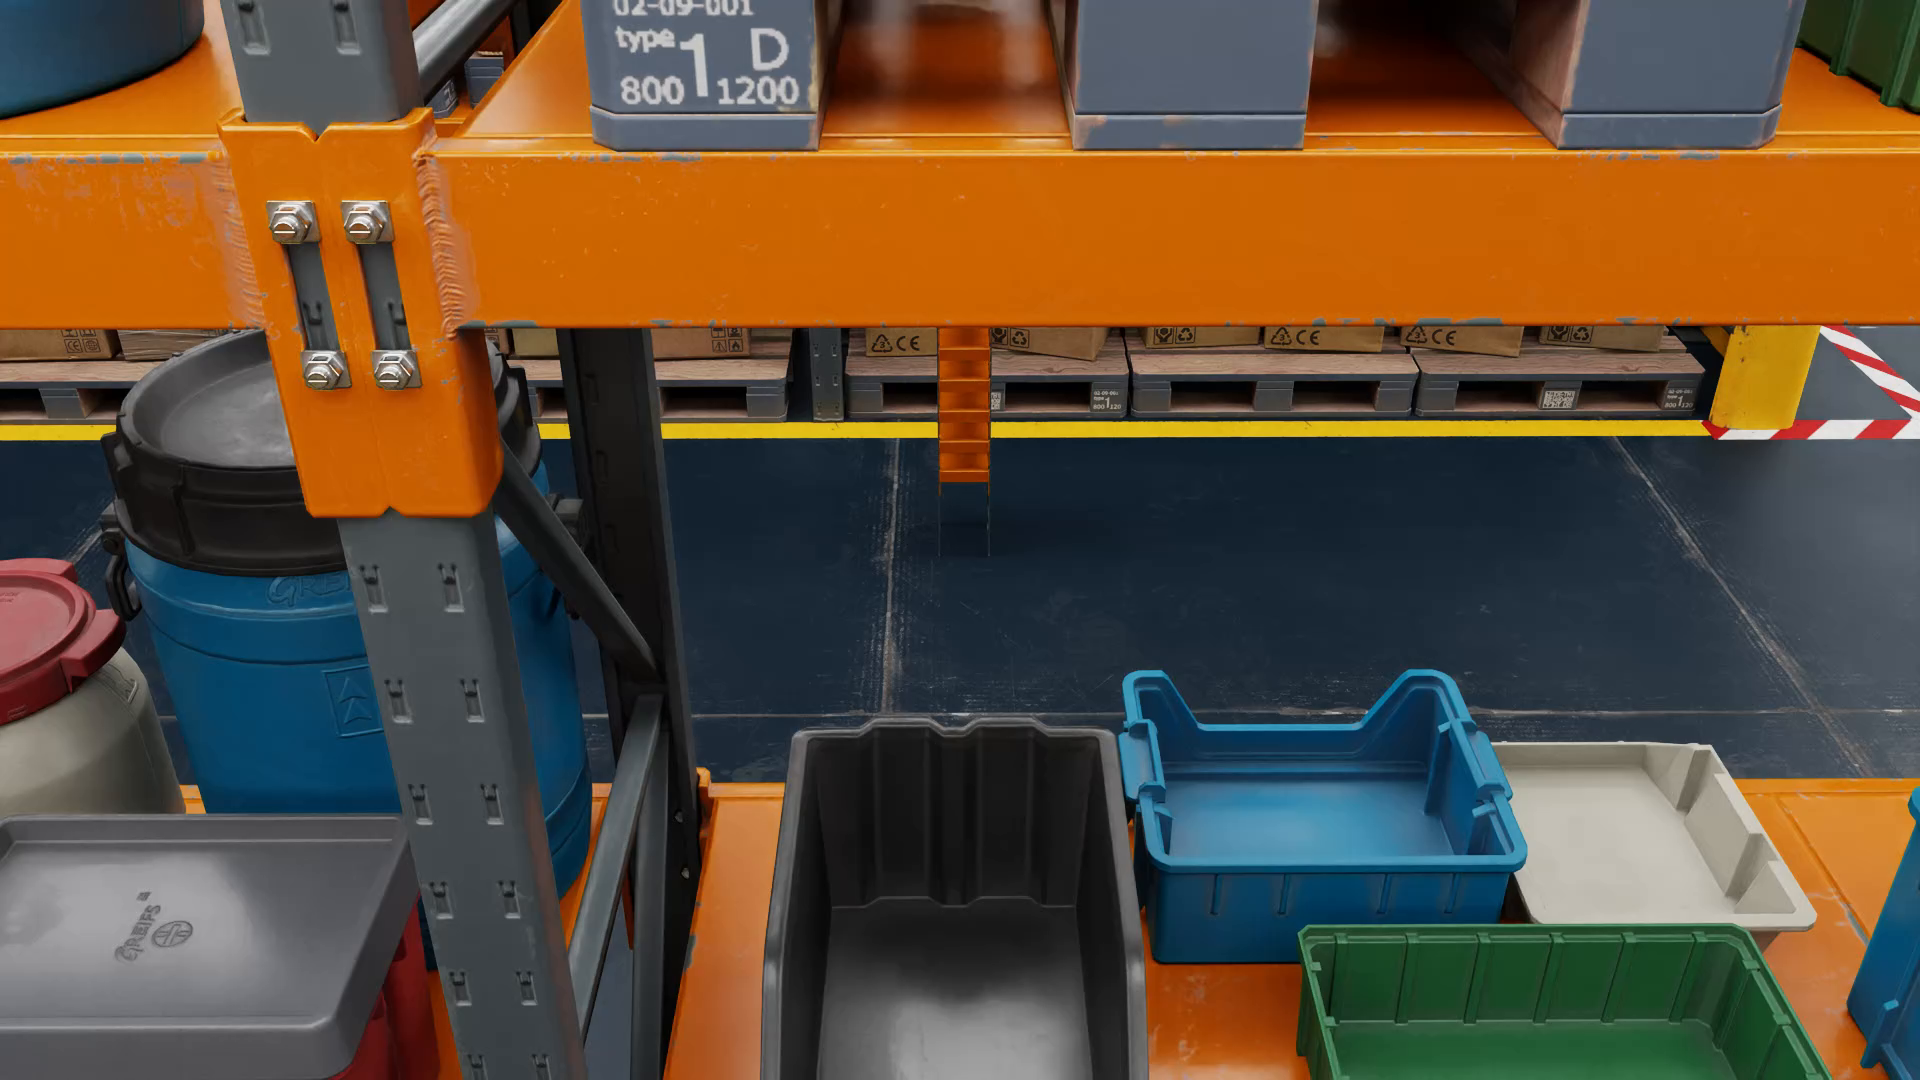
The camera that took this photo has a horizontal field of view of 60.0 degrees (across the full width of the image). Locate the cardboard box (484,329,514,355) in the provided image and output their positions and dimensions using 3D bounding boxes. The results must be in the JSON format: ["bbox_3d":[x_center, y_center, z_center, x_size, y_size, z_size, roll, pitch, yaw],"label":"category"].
[{"bbox_3d":[-2.213,-1.175,7.280,0.500,0.500,0.700,-3,31,-5],"label":"cardboard box"}]

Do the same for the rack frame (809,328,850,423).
[{"bbox_3d":[-0.563,-2.040,6.720,0.127,3.000,1.000,0,31,0],"label":"rack frame"}]

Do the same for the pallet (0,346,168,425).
[{"bbox_3d":[-3.781,-0.837,7.425,1.213,0.211,1.003,0,31,0],"label":"pallet"}]

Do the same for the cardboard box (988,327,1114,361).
[{"bbox_3d":[0.410,-1.137,7.237,0.500,0.500,0.500,10,33,15],"label":"cardboard box"}]

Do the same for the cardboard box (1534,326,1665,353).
[{"bbox_3d":[2.813,-1.170,7.291,0.500,0.500,0.500,5,32,9],"label":"cardboard box"}]

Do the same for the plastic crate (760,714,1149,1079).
[{"bbox_3d":[-0.008,0.620,2.396,0.504,0.338,0.767,0,31,0],"label":"plastic crate"}]

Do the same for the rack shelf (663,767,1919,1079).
[{"bbox_3d":[1.467,0.831,2.682,4.000,0.370,1.077,0,31,0],"label":"rack shelf"}]

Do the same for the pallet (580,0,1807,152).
[{"bbox_3d":[0.188,-0.725,1.844,1.003,0.211,1.213,0,31,0],"label":"pallet"}]

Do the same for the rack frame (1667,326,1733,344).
[{"bbox_3d":[3.437,-2.052,6.741,0.127,3.000,1.000,0,31,0],"label":"rack frame"}]

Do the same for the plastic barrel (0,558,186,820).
[{"bbox_3d":[-1.491,0.361,2.633,0.433,0.535,0.433,0,31,0],"label":"plastic barrel"}]

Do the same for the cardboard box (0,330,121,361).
[{"bbox_3d":[-3.893,-1.159,7.254,0.500,0.500,0.700,-2,31,-3],"label":"cardboard box"}]

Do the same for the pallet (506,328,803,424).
[{"bbox_3d":[-1.341,-0.844,7.438,1.213,0.211,1.003,0,31,0],"label":"pallet"}]

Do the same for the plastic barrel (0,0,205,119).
[{"bbox_3d":[-1.040,-0.853,1.389,0.708,0.901,0.600,0,31,0],"label":"plastic barrel"}]

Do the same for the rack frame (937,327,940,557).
[{"bbox_3d":[-0.077,-0.513,5.938,0.006,1.200,0.240,0,31,0],"label":"rack frame"}]

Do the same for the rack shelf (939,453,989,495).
[{"bbox_3d":[0.014,-0.270,6.086,0.180,0.103,0.258,0,31,0],"label":"rack shelf"}]

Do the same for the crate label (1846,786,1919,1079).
[{"bbox_3d":[1.628,0.648,2.256,0.616,0.435,0.502,0,31,0],"label":"crate label"}]

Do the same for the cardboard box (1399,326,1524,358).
[{"bbox_3d":[2.215,-1.150,7.259,0.500,0.500,0.500,8,32,13],"label":"cardboard box"}]

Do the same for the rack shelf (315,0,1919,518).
[{"bbox_3d":[1.467,-0.452,1.904,4.000,0.370,1.077,0,31,0],"label":"rack shelf"}]

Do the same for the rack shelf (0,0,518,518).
[{"bbox_3d":[-2.533,-0.439,1.884,4.000,0.370,1.077,0,31,0],"label":"rack shelf"}]

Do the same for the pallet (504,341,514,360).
[{"bbox_3d":[-2.564,-0.839,7.429,1.213,0.211,1.003,0,31,0],"label":"pallet"}]

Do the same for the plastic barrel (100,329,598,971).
[{"bbox_3d":[-0.921,0.159,2.613,0.708,0.901,0.600,0,31,0],"label":"plastic barrel"}]

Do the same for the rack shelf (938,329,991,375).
[{"bbox_3d":[0.014,-0.680,5.837,0.180,0.103,0.258,0,31,0],"label":"rack shelf"}]

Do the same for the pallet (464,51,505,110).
[{"bbox_3d":[-1.328,-2.031,6.890,1.213,0.211,1.003,0,31,0],"label":"pallet"}]

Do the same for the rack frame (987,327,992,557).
[{"bbox_3d":[0.106,-0.513,5.939,0.006,1.200,0.240,0,31,0],"label":"rack frame"}]

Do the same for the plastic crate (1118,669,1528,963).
[{"bbox_3d":[0.572,0.449,2.762,0.616,0.251,0.499,0,31,0],"label":"plastic crate"}]

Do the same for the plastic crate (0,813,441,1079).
[{"bbox_3d":[-1.015,0.662,2.205,0.583,0.464,0.402,0,31,0],"label":"plastic crate"}]

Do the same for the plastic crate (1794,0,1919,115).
[{"bbox_3d":[1.047,-0.526,1.538,0.450,0.188,0.336,0,31,0],"label":"plastic crate"}]

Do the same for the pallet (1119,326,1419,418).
[{"bbox_3d":[1.332,-0.873,7.486,1.213,0.211,1.003,0,31,0],"label":"pallet"}]

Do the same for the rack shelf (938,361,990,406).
[{"bbox_3d":[0.014,-0.578,5.900,0.180,0.103,0.258,0,31,0],"label":"rack shelf"}]

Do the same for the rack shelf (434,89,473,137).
[{"bbox_3d":[-2.563,-1.726,6.896,4.000,0.370,1.077,0,31,0],"label":"rack shelf"}]

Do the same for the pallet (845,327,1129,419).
[{"bbox_3d":[0.109,-0.868,7.477,1.213,0.211,1.003,0,31,0],"label":"pallet"}]

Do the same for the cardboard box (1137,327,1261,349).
[{"bbox_3d":[1.031,-1.179,7.307,0.500,0.500,0.500,-3,31,-5],"label":"cardboard box"}]

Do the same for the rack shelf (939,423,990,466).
[{"bbox_3d":[0.014,-0.372,6.024,0.180,0.103,0.258,0,31,0],"label":"rack shelf"}]

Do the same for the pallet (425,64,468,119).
[{"bbox_3d":[-2.583,-1.973,6.794,1.213,0.211,1.003,0,31,0],"label":"pallet"}]

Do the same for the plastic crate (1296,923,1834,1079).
[{"bbox_3d":[0.826,0.762,2.306,0.662,0.188,0.450,0,31,0],"label":"plastic crate"}]

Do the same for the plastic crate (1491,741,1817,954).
[{"bbox_3d":[1.090,0.506,2.779,0.437,0.136,0.530,0,31,0],"label":"plastic crate"}]

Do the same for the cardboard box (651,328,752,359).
[{"bbox_3d":[-1.177,-1.168,7.270,0.500,0.500,0.700,-2,31,-4],"label":"cardboard box"}]

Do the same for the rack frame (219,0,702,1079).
[{"bbox_3d":[-0.533,0.528,2.488,0.053,2.616,0.949,0,31,0],"label":"rack frame"}]

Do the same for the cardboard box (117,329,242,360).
[{"bbox_3d":[-3.338,-1.167,7.268,0.500,0.500,0.700,-3,31,-4],"label":"cardboard box"}]

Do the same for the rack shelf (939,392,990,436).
[{"bbox_3d":[0.014,-0.475,5.962,0.180,0.103,0.258,0,31,0],"label":"rack shelf"}]

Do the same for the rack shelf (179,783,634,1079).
[{"bbox_3d":[-2.533,0.843,2.662,4.000,0.370,1.077,0,31,0],"label":"rack shelf"}]

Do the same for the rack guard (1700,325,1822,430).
[{"bbox_3d":[3.361,-0.983,7.389,0.348,0.500,1.175,0,31,0],"label":"rack guard"}]

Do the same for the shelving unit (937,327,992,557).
[{"bbox_3d":[0.014,-0.513,5.939,0.189,1.200,0.258,0,31,0],"label":"shelving unit"}]

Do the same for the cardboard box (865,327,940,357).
[{"bbox_3d":[-0.162,-1.131,7.227,0.500,0.500,0.500,-1,31,-2],"label":"cardboard box"}]

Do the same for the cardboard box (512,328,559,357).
[{"bbox_3d":[-1.654,-1.177,7.283,0.500,0.500,0.700,0,31,-1],"label":"cardboard box"}]

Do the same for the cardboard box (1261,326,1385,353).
[{"bbox_3d":[1.589,-1.158,7.272,0.500,0.500,0.500,3,31,4],"label":"cardboard box"}]

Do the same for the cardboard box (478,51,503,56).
[{"bbox_3d":[-1.358,-2.546,6.571,1.000,1.000,1.000,0,31,0],"label":"cardboard box"}]

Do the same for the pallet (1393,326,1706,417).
[{"bbox_3d":[2.549,-0.876,7.490,1.213,0.211,1.003,0,31,0],"label":"pallet"}]

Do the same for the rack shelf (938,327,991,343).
[{"bbox_3d":[0.014,-0.783,5.775,0.180,0.103,0.258,0,31,0],"label":"rack shelf"}]
